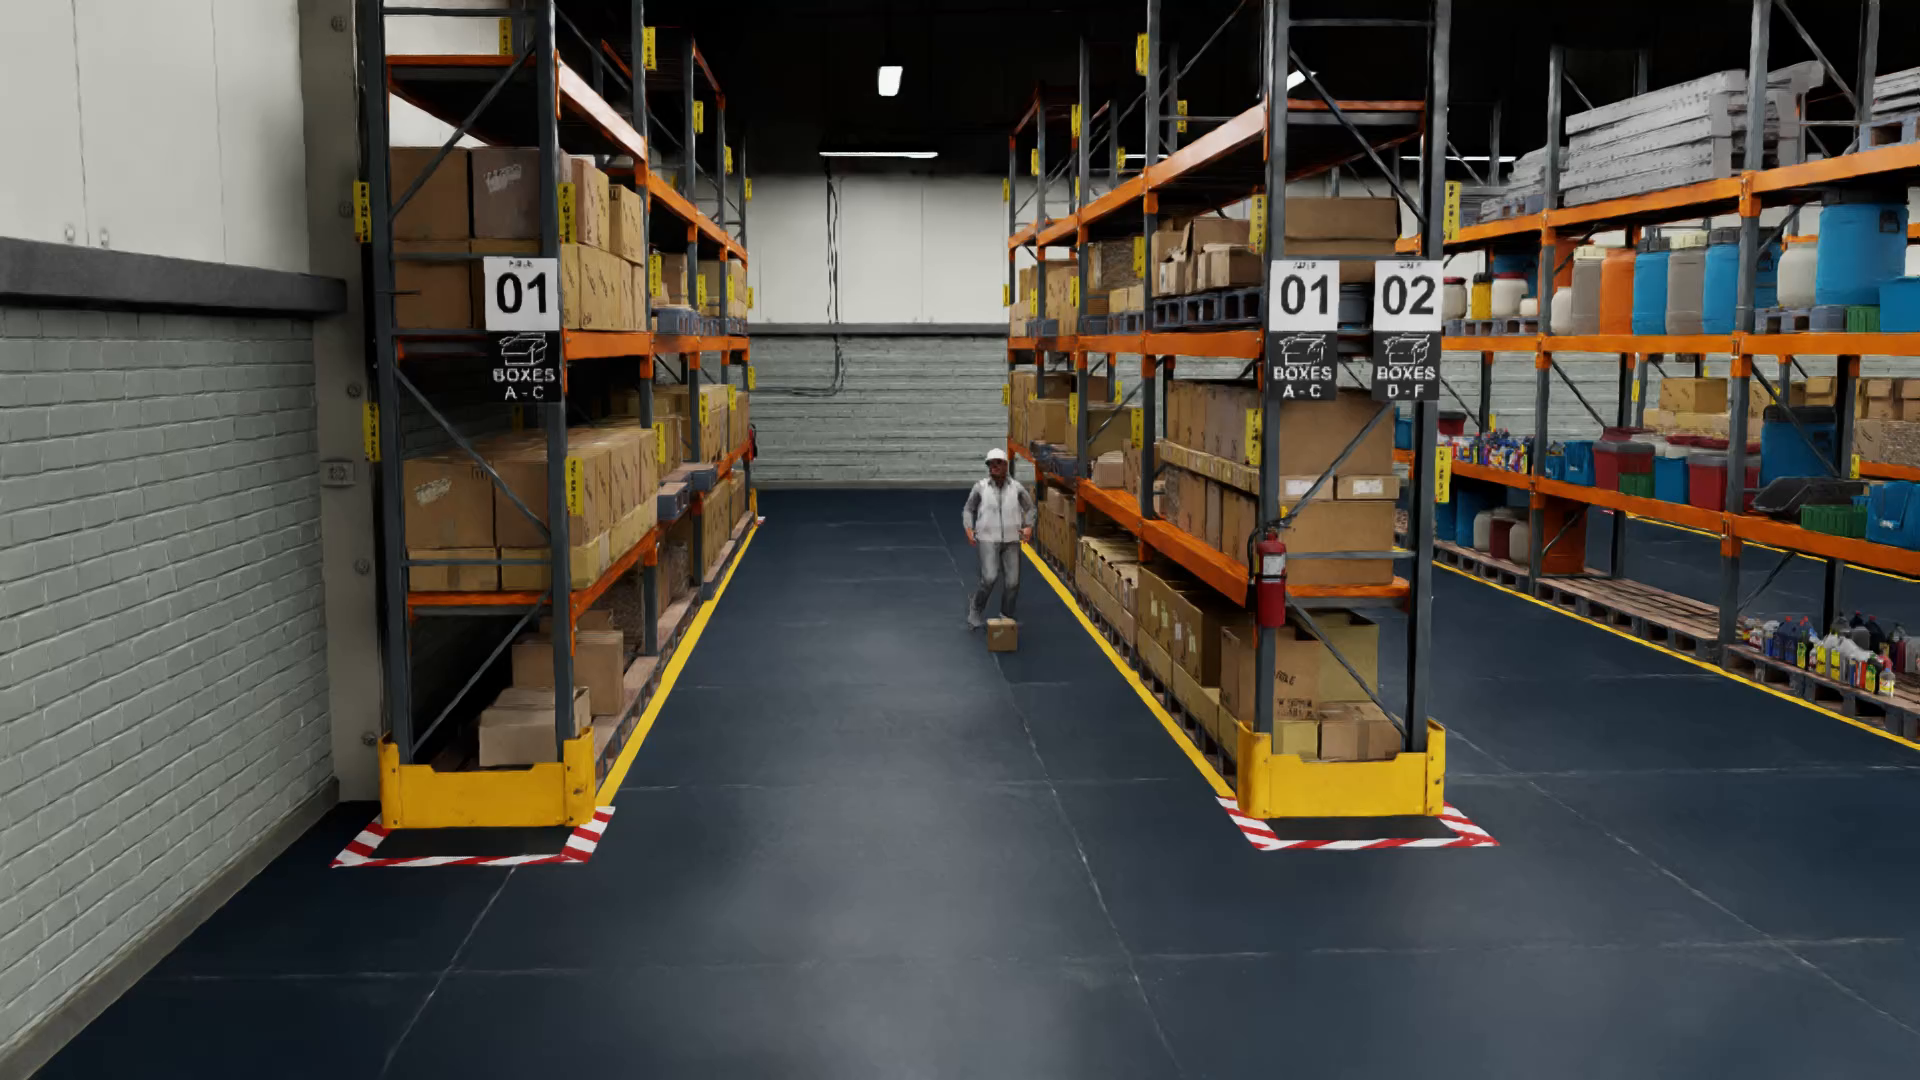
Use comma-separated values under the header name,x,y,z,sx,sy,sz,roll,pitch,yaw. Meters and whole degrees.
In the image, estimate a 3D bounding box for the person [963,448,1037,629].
name,x,y,z,sx,sy,sz,roll,pitch,yaw
person,0.401,0.006,15.742,0.702,1.744,0.507,-1,7,-11
